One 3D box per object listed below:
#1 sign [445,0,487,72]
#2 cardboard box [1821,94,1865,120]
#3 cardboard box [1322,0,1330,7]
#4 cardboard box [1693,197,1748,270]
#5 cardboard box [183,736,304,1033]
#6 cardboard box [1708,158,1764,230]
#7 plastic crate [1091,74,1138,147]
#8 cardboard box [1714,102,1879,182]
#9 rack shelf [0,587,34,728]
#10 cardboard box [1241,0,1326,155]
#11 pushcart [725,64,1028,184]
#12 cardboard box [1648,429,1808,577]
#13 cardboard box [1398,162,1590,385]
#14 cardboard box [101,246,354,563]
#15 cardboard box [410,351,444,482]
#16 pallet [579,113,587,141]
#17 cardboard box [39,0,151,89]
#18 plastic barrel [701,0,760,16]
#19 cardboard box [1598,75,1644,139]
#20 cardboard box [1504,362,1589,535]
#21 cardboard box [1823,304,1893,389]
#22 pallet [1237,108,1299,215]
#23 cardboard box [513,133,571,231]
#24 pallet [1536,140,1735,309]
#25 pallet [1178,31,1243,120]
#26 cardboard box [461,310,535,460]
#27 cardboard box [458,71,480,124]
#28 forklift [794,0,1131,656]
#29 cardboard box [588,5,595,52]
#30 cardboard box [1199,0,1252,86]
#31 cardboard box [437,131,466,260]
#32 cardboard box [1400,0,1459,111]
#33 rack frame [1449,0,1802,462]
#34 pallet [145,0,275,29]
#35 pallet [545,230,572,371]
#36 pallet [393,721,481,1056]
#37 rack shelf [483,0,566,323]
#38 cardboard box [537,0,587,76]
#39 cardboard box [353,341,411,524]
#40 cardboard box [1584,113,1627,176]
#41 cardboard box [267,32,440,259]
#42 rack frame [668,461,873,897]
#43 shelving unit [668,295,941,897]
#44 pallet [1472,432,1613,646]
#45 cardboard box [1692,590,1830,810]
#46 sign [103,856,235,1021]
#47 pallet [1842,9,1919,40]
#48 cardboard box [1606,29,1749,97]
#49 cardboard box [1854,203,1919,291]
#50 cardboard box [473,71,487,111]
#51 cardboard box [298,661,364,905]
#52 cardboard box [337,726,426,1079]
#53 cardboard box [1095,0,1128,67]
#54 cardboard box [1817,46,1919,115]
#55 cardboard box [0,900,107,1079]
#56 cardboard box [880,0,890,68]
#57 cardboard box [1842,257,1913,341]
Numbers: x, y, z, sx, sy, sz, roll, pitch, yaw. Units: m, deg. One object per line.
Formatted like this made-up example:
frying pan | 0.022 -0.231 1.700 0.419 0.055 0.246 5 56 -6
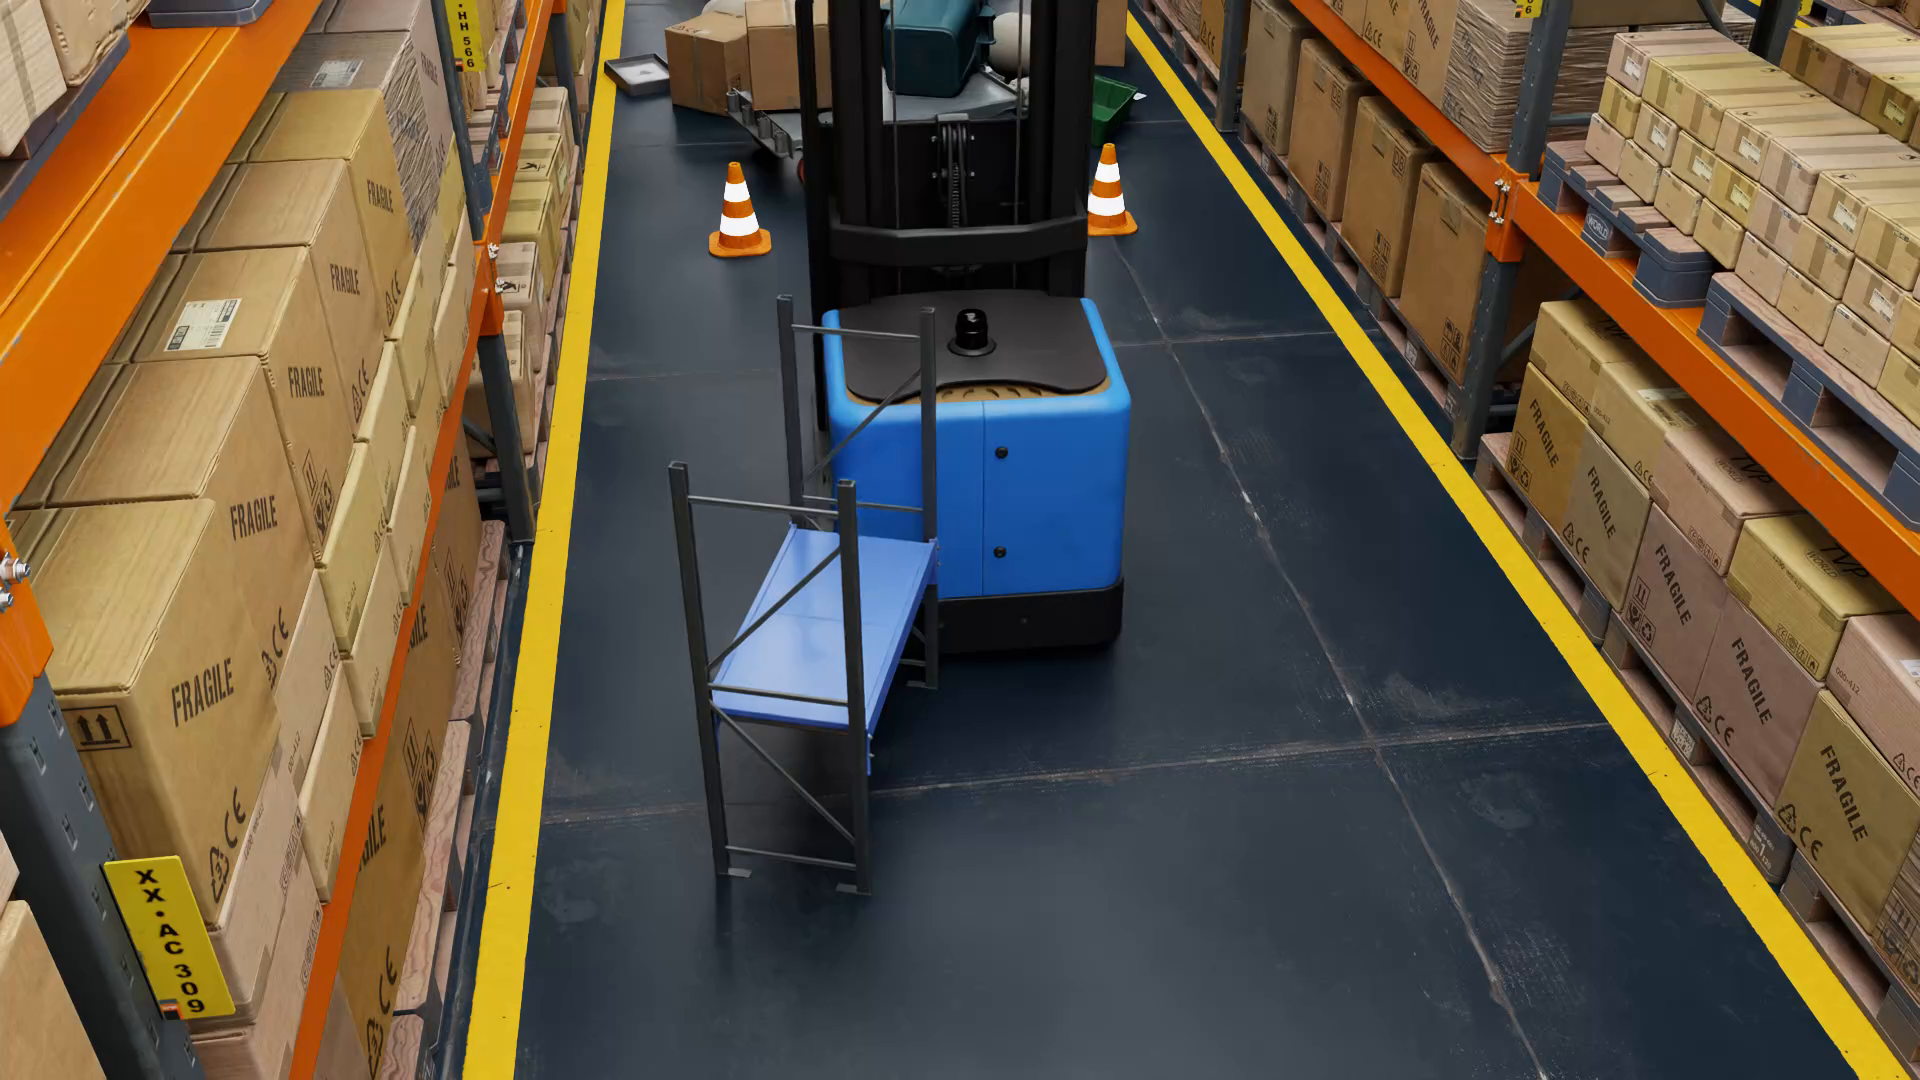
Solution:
sign | -1.675 -1.743 5.615 0.100 0.325 0.005 -4 35 -6
cardboard box | 3.223 -1.454 5.806 0.380 0.149 0.250 -3 34 -5
cardboard box | 2.067 -3.050 8.473 0.500 0.500 0.500 -5 35 -7
cardboard box | 2.638 -1.006 5.412 0.380 0.149 0.250 -3 34 -4
cardboard box | -1.466 0.600 2.895 0.500 0.250 0.500 -5 35 -8
cardboard box | 2.645 -1.119 5.314 0.380 0.149 0.250 -4 35 -6
plastic crate | 0.808 -2.743 10.558 0.450 0.188 0.662 21 39 12
cardboard box | 2.640 -1.260 5.257 0.380 0.149 0.250 -6 35 -8
rack shelf | -1.417 1.186 0.322 1.077 0.370 4.000 -4 35 -6
cardboard box | 2.302 -2.788 9.802 1.050 0.750 0.750 -5 35 -7
pushcart | -0.510 -2.569 10.185 1.648 0.377 0.936 -16 38 -23
cardboard box | 2.642 -0.139 5.471 0.500 0.250 0.500 -4 34 -6
cardboard box | 2.675 -1.242 7.534 1.050 0.750 0.750 -5 35 -7
cardboard box | -1.621 -0.272 3.509 0.500 0.500 0.500 -5 35 -8
cardboard box | -1.763 -0.330 4.703 0.500 0.250 0.500 -5 35 -7
pallet | -2.887 -2.672 10.484 1.003 0.211 1.213 -4 35 -6
cardboard box | -1.517 -0.956 2.364 0.500 0.500 0.500 -5 35 -7
plastic barrel | -1.522 -3.582 11.630 0.512 0.421 0.421 20 39 26
cardboard box | 2.533 -1.559 5.961 0.380 0.149 0.250 -3 34 -4
cardboard box | 2.510 -0.378 6.488 0.500 0.500 0.500 -6 35 -8
cardboard box | 2.741 -0.571 4.775 0.380 0.149 0.250 -5 35 -8
pallet | 2.308 -2.306 9.947 1.003 0.211 1.213 -4 35 -6
cardboard box | -2.589 -1.847 8.757 0.950 0.372 0.625 -2 34 -3
pallet | 2.869 -1.183 5.992 1.213 0.211 1.003 -4 35 -6
pallet | 2.105 -3.162 11.202 1.003 0.211 1.213 -4 35 -6
cardboard box | -2.290 -0.624 6.962 0.950 0.372 0.625 -7 35 -10
cardboard box | -2.055 -1.827 6.041 0.500 0.500 0.500 -5 35 -8
forklift | -0.077 -1.596 6.490 1.130 2.935 3.031 -3 34 -5
cardboard box | -2.731 -3.432 11.192 0.500 0.250 0.500 -5 35 -7
cardboard box | 2.114 -3.535 10.788 0.875 0.875 0.875 -4 34 -6
cardboard box | -1.907 -1.114 5.410 0.500 0.250 0.500 -4 35 -7
cardboard box | 2.275 -2.202 7.229 0.500 0.500 0.500 -4 35 -6
rack frame | 2.667 -1.652 6.510 1.000 3.000 0.127 -4 35 -6
pallet | -1.932 -1.403 3.649 1.003 0.211 1.213 -3 34 -4
pallet | -2.489 -1.183 8.299 1.003 0.211 1.213 -4 35 -6
pallet | -2.032 1.057 5.011 1.003 0.211 1.213 -4 35 -6
rack shelf | -2.493 -2.039 7.717 1.077 0.370 4.000 -4 35 -6
cardboard box | -2.574 -3.149 10.110 0.500 0.500 0.500 -3 34 -4
cardboard box | -1.675 -0.254 4.148 0.500 0.250 0.500 -5 35 -8
cardboard box | 2.527 -1.456 6.073 0.380 0.149 0.250 -5 35 -7
cardboard box | -1.818 -1.120 4.754 0.500 0.500 0.500 -4 34 -6
rack frame | -0.519 0.447 4.762 0.500 1.500 0.032 6 35 9
shelving unit | -0.422 0.166 5.174 0.538 1.500 1.048 6 35 9
pallet | 2.771 -0.063 6.655 1.003 0.211 1.213 -4 35 -6
cardboard box | 2.723 0.473 5.239 0.500 0.500 0.500 -5 35 -7
sign | -1.136 0.579 2.398 0.100 0.325 0.005 -4 35 -6
pallet | 6.933 -3.423 11.585 1.003 0.211 1.213 -4 35 -6
cardboard box | 2.538 -1.692 5.891 0.380 0.149 0.250 -4 35 -6
cardboard box | 2.746 -0.822 4.614 0.380 0.149 0.250 -5 35 -7
cardboard box | -2.079 -1.802 6.581 0.380 0.149 0.250 -7 35 -9
cardboard box | -1.555 0.520 3.457 0.500 0.250 0.500 -5 35 -8
cardboard box | -1.978 0.873 4.319 0.875 0.875 0.875 -3 34 -5
cardboard box | 0.904 -3.640 11.646 0.500 0.500 0.500 1 34 2
cardboard box | 3.219 -1.588 5.738 0.380 0.149 0.250 -5 35 -7
cardboard box | -1.349 0.800 1.936 0.500 0.500 0.500 -5 35 -7
cardboard box | -0.421 -3.399 11.171 0.797 0.637 0.503 -4 35 -6
cardboard box | 2.748 -0.690 4.686 0.380 0.149 0.250 -3 34 -5
